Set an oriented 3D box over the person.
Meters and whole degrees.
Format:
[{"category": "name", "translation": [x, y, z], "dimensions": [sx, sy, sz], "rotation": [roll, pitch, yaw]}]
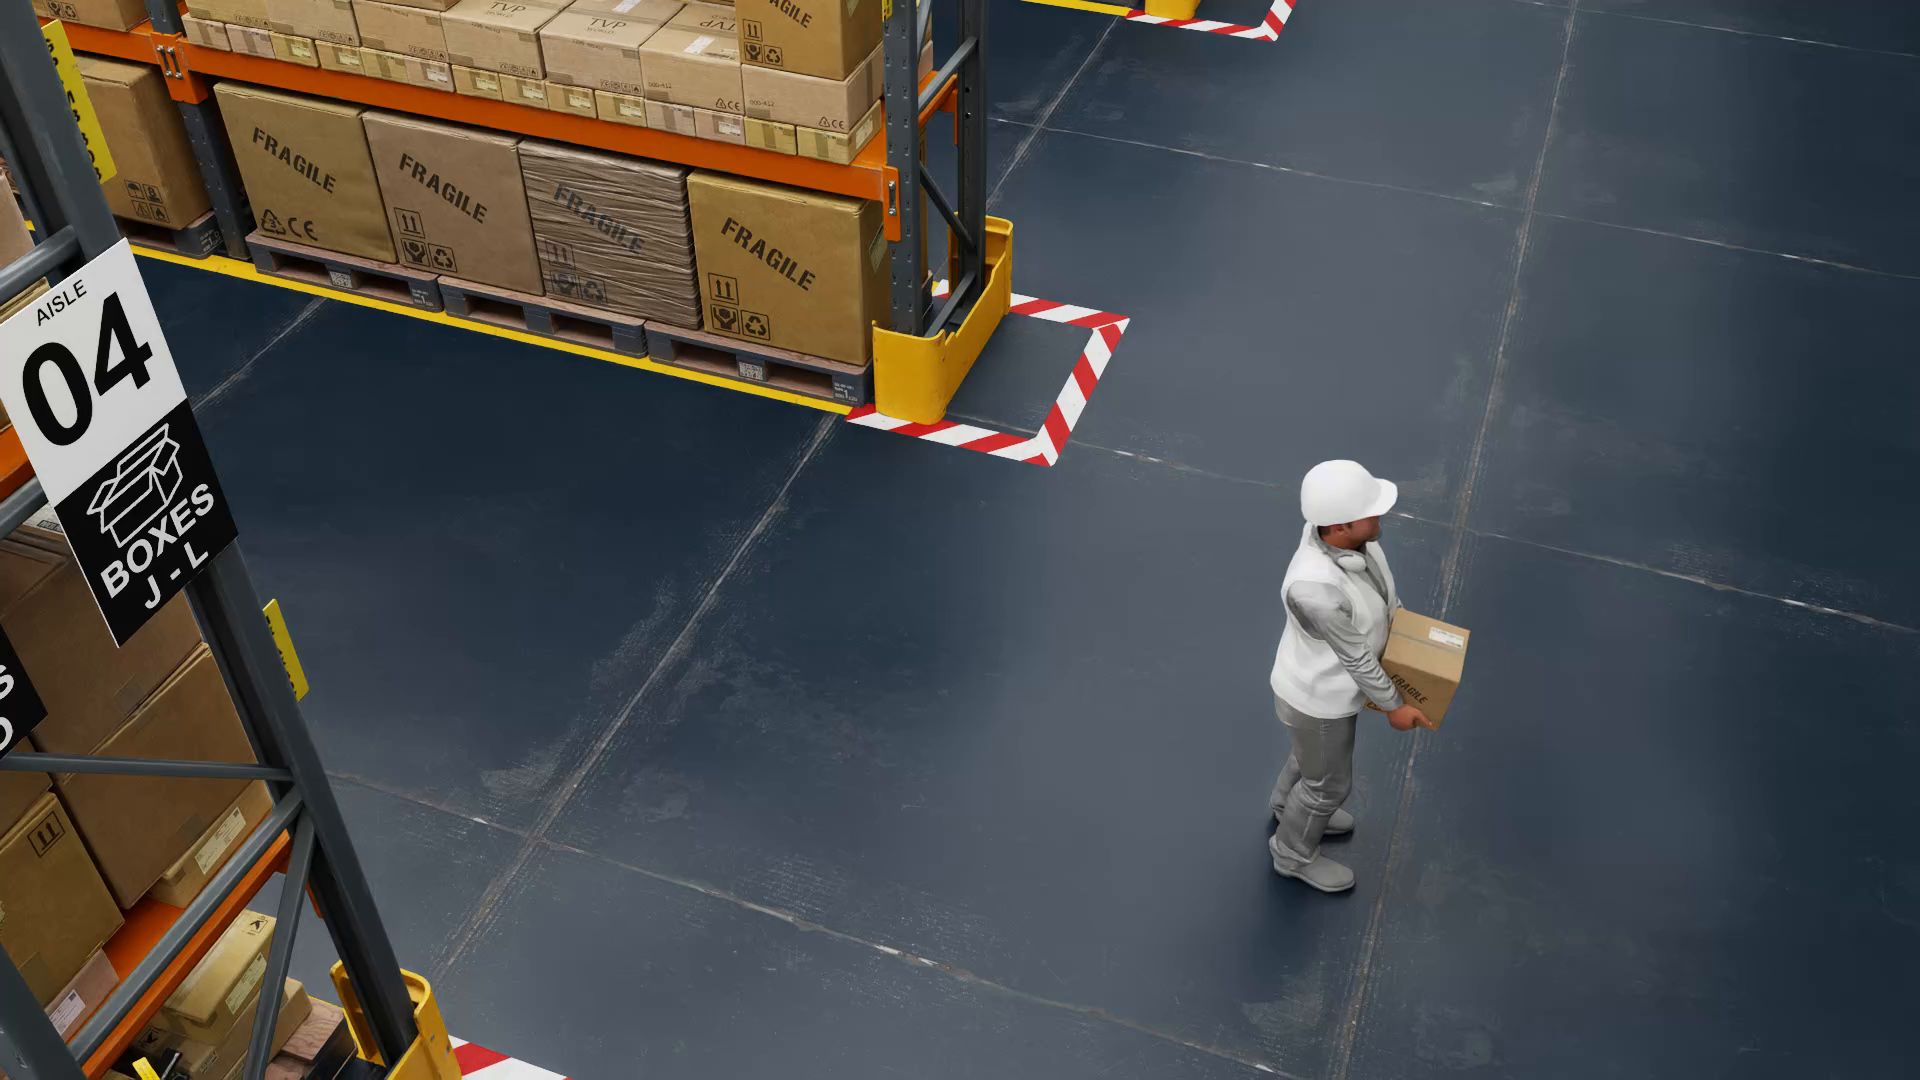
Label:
[{"category": "person", "translation": [1.323, 0.475, 5.604], "dimensions": [0.556, 1.762, 0.494], "rotation": [14, 43, 15]}]
